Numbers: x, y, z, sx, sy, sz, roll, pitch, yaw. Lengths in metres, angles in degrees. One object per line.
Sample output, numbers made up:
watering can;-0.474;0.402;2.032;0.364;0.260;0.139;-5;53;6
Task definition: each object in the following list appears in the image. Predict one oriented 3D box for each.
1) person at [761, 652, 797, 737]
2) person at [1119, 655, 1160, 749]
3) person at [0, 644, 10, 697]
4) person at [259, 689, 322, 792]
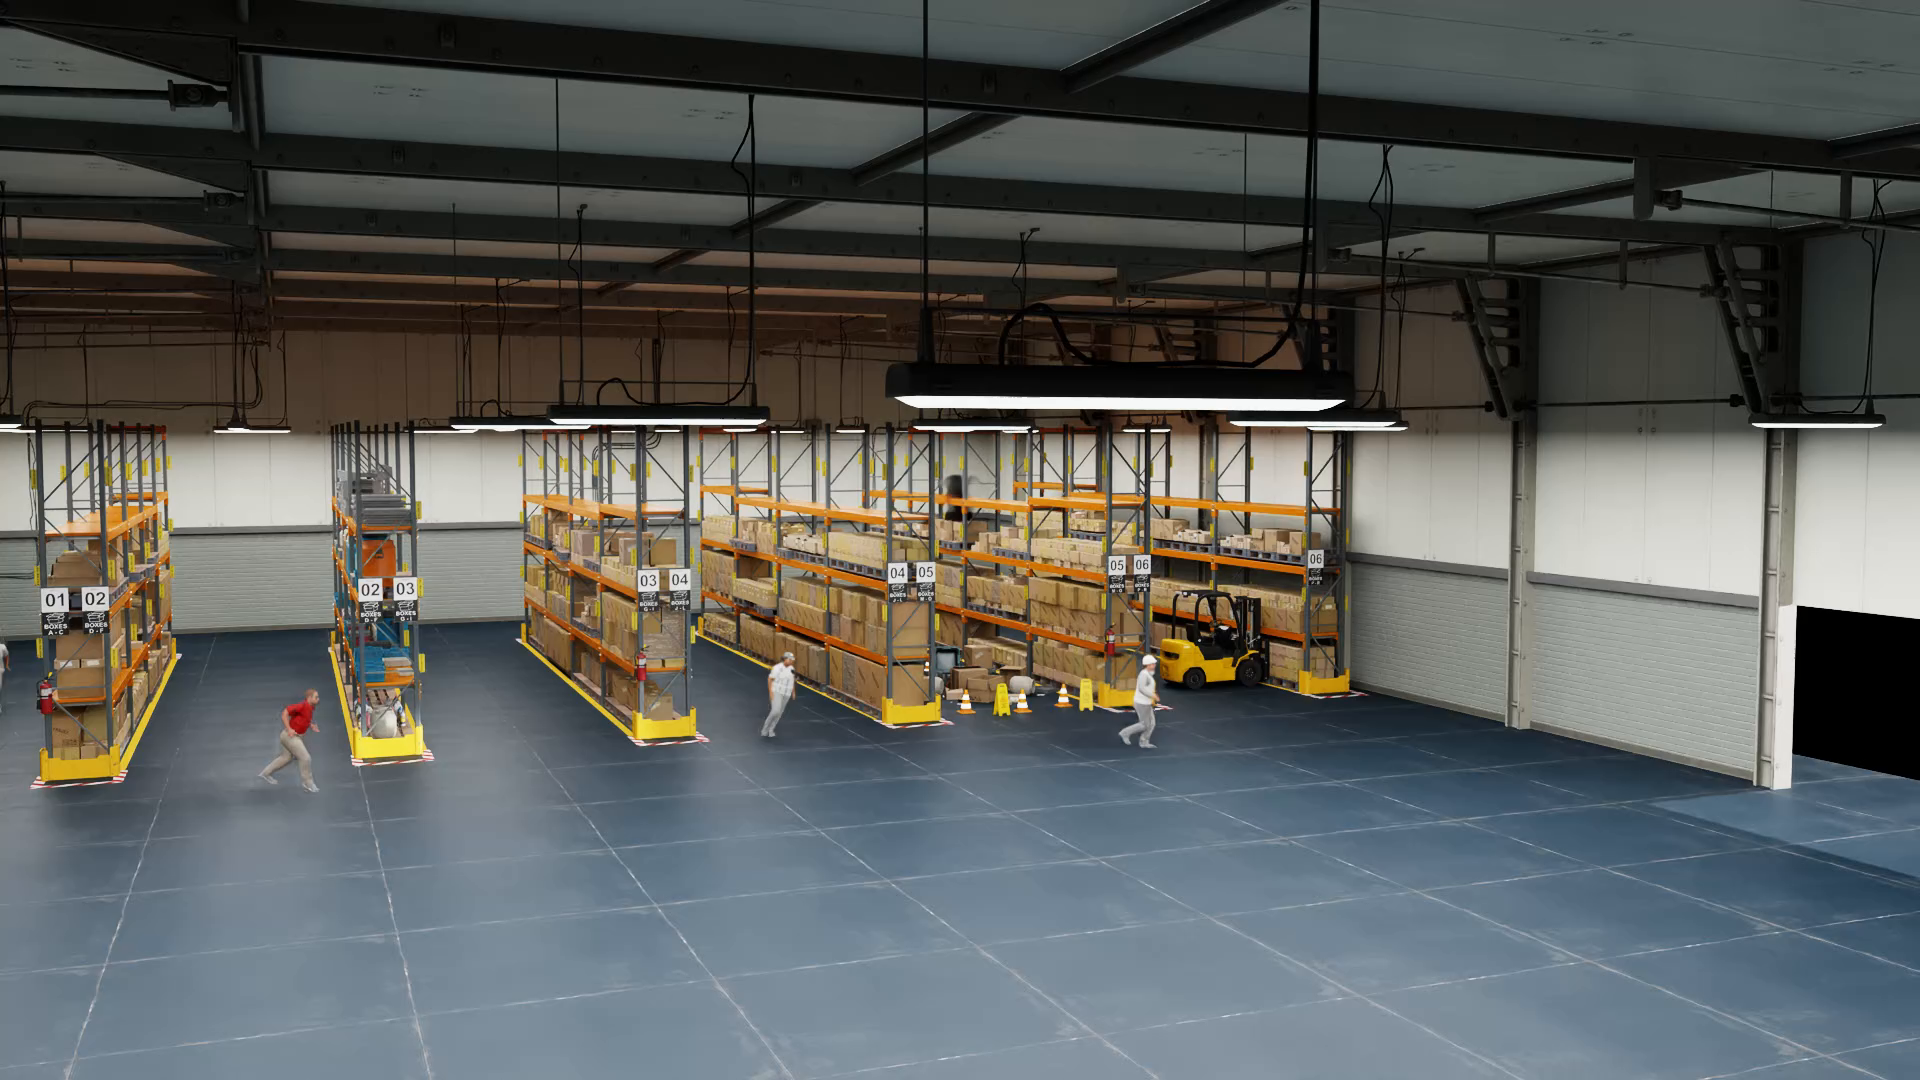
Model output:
person;-3.450;2.938;31.632;0.576;1.601;0.676;3;5;44
person;3.315;2.967;30.499;0.754;1.726;0.659;1;4;16
person;-19.988;2.734;34.310;0.697;1.713;0.762;-3;4;-35
person;-10.819;3.255;26.796;1.009;1.700;0.708;0;4;2
